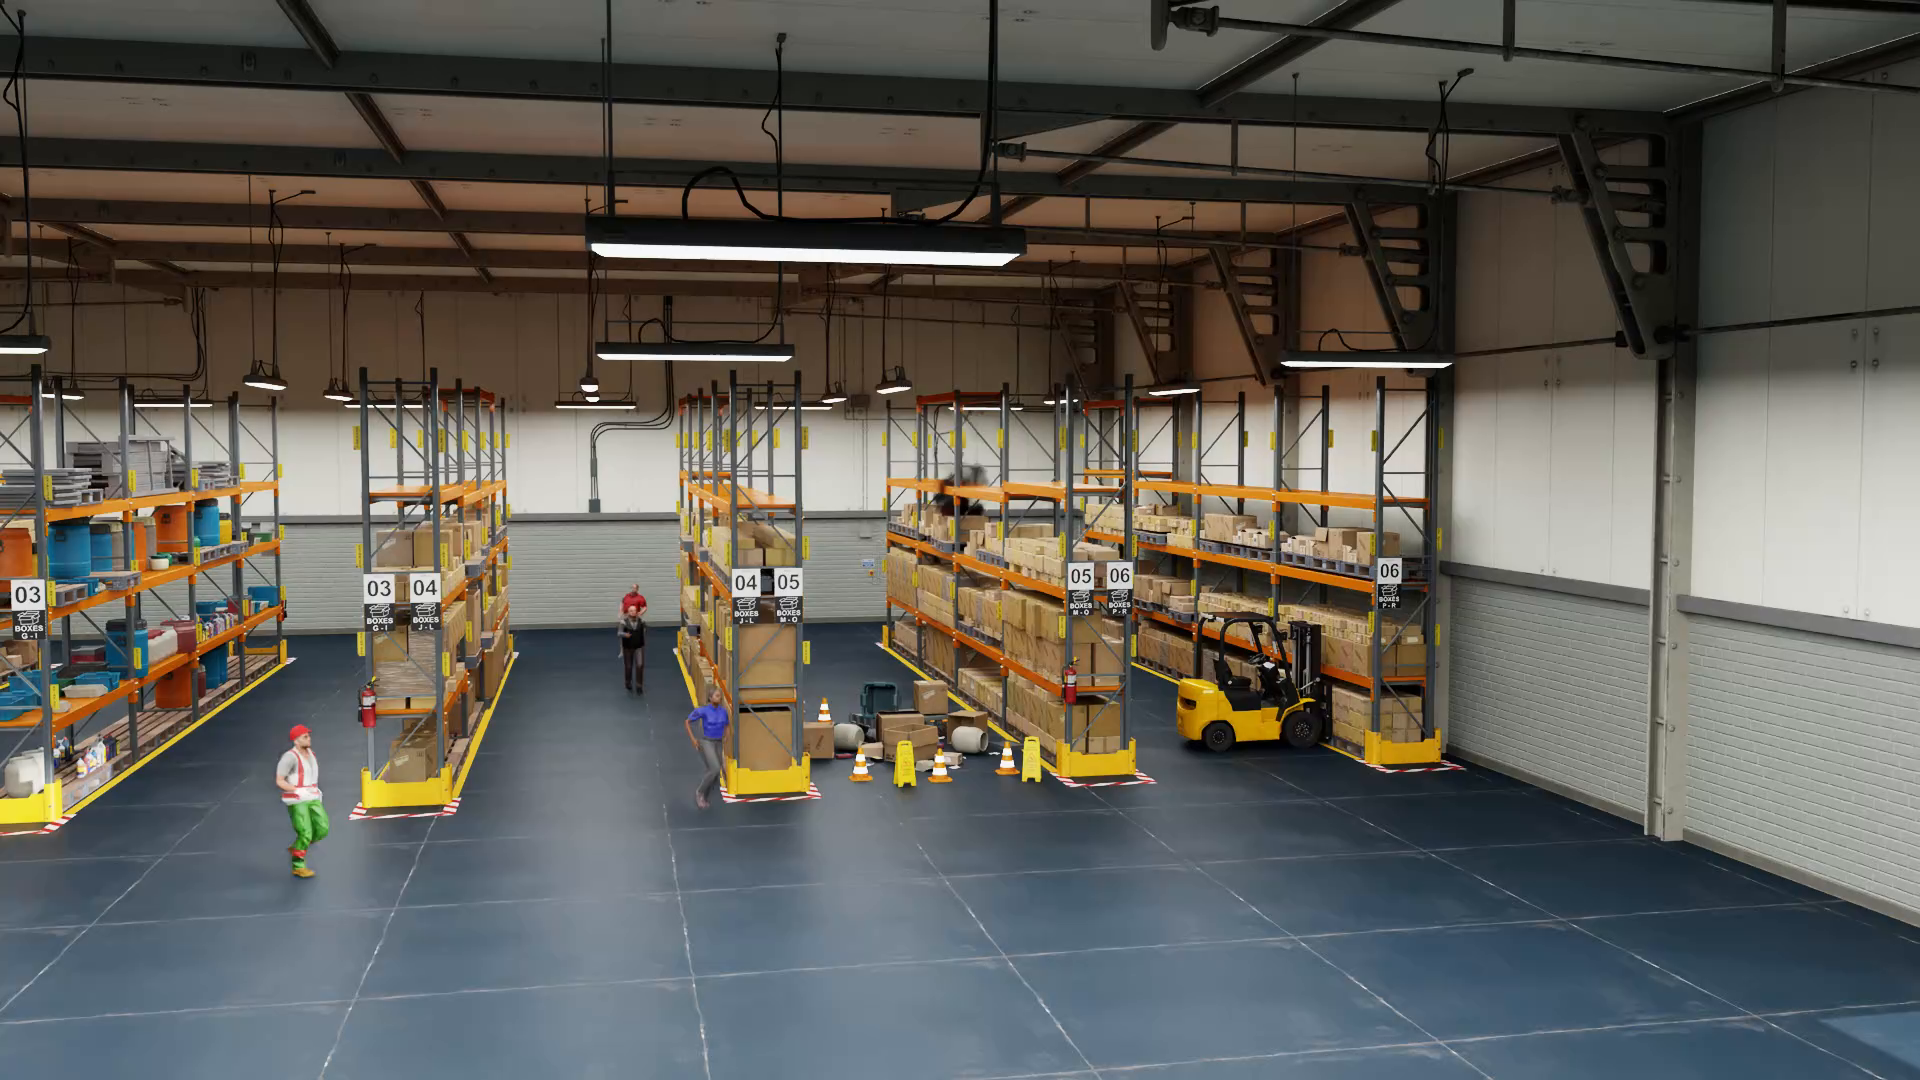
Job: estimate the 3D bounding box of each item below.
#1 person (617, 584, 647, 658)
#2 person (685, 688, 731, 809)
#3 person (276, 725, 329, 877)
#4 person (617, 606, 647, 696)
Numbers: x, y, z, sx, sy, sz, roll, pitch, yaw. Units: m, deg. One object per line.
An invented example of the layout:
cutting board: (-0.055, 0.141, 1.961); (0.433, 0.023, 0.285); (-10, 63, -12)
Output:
person: (-7.646, 1.873, 38.695); (0.713, 1.702, 0.728); (1, 4, 15)
person: (-3.369, 2.889, 22.725); (0.546, 1.529, 0.596); (3, 4, 37)
person: (-7.545, 2.989, 19.073); (0.586, 1.745, 0.661); (1, 4, 18)
person: (-6.499, 2.181, 32.953); (0.573, 1.771, 0.845); (-1, 4, -15)
